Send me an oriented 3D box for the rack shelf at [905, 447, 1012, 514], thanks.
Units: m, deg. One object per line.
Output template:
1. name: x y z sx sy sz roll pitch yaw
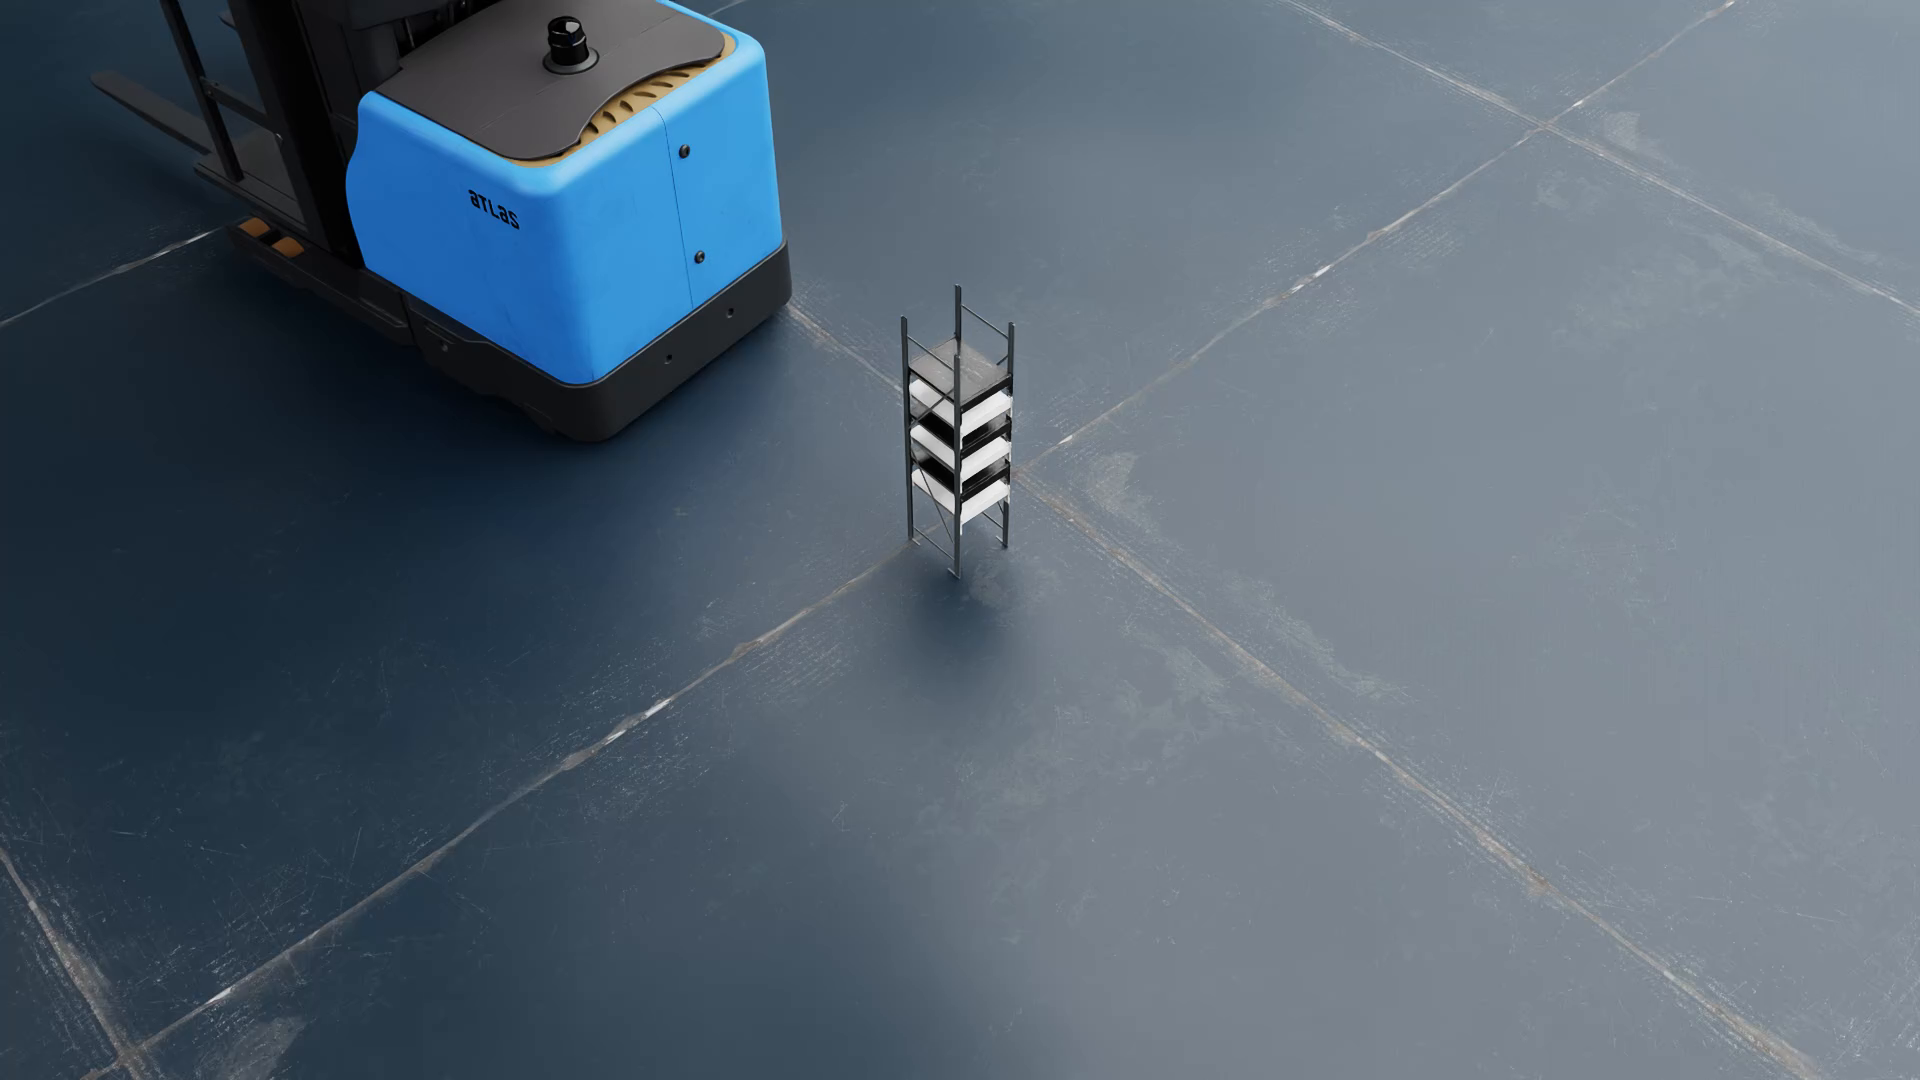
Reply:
1. rack shelf: -0.006 -0.218 5.006 0.200 0.077 0.258 -34 56 -27

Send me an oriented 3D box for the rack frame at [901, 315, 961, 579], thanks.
1. rack frame: -0.081 -0.251 4.869 0.006 0.900 0.240 -34 56 -27

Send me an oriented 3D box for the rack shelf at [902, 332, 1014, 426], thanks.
1. rack shelf: -0.006 -0.462 4.742 0.200 0.077 0.258 -34 56 -27

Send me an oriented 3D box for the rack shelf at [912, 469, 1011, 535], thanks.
1. rack shelf: -0.006 -0.156 5.072 0.200 0.077 0.258 -34 56 -27

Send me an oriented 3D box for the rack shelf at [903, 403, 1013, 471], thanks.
1. rack shelf: -0.006 -0.340 4.874 0.200 0.077 0.258 -34 56 -27

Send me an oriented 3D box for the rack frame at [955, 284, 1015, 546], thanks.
1. rack frame: 0.069 -0.351 4.962 0.006 0.900 0.240 -34 56 -27

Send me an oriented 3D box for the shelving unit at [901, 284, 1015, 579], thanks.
1. shelving unit: -0.006 -0.301 4.916 0.210 0.900 0.258 -34 56 -27

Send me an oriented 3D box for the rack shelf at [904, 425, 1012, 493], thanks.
1. rack shelf: -0.006 -0.279 4.940 0.200 0.077 0.258 -34 56 -27

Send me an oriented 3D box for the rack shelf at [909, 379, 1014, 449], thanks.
1. rack shelf: -0.006 -0.401 4.808 0.200 0.077 0.258 -34 56 -27

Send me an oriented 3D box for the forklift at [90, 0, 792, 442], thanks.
1. forklift: -2.081 -2.216 5.300 3.031 2.935 1.130 29 54 24
